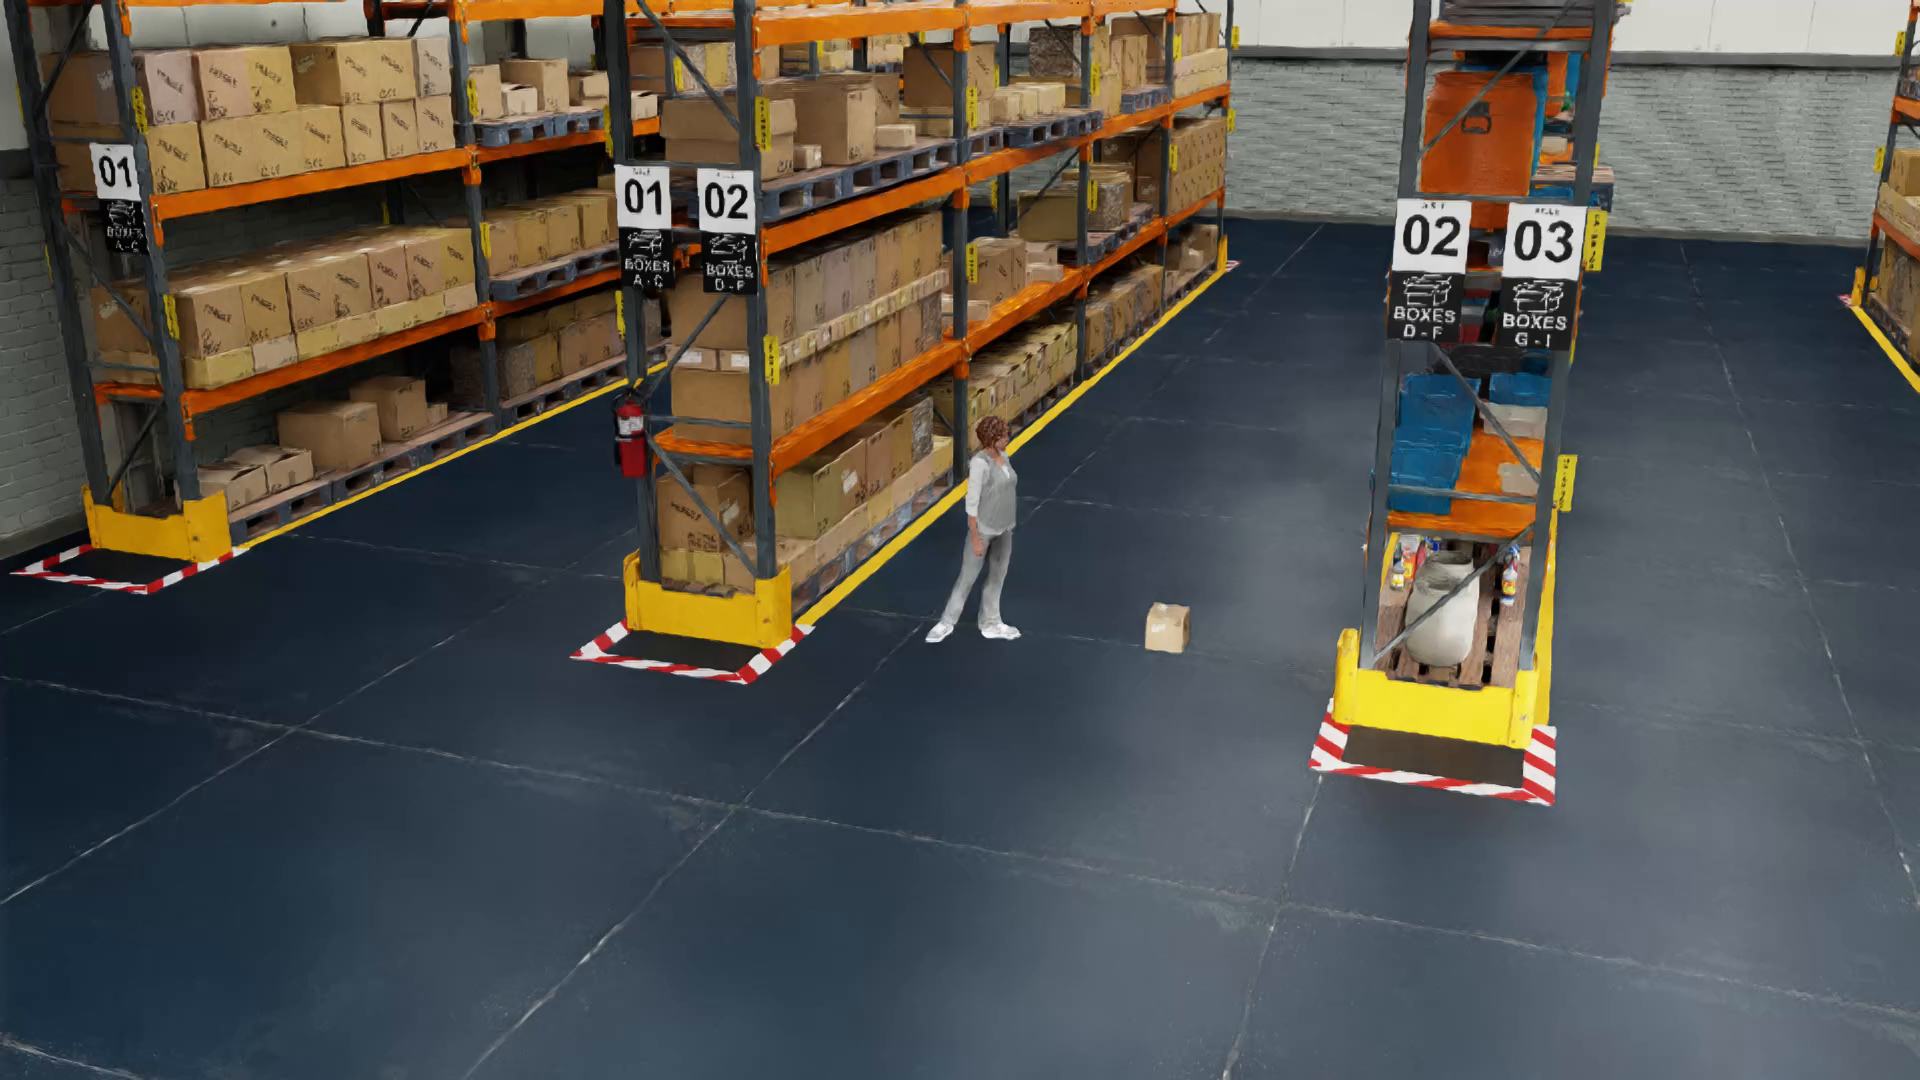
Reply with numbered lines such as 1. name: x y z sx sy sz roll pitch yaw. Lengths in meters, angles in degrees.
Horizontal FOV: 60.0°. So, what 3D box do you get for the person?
1. person: 0.093 -0.054 11.242 0.448 1.590 0.592 15 24 37
